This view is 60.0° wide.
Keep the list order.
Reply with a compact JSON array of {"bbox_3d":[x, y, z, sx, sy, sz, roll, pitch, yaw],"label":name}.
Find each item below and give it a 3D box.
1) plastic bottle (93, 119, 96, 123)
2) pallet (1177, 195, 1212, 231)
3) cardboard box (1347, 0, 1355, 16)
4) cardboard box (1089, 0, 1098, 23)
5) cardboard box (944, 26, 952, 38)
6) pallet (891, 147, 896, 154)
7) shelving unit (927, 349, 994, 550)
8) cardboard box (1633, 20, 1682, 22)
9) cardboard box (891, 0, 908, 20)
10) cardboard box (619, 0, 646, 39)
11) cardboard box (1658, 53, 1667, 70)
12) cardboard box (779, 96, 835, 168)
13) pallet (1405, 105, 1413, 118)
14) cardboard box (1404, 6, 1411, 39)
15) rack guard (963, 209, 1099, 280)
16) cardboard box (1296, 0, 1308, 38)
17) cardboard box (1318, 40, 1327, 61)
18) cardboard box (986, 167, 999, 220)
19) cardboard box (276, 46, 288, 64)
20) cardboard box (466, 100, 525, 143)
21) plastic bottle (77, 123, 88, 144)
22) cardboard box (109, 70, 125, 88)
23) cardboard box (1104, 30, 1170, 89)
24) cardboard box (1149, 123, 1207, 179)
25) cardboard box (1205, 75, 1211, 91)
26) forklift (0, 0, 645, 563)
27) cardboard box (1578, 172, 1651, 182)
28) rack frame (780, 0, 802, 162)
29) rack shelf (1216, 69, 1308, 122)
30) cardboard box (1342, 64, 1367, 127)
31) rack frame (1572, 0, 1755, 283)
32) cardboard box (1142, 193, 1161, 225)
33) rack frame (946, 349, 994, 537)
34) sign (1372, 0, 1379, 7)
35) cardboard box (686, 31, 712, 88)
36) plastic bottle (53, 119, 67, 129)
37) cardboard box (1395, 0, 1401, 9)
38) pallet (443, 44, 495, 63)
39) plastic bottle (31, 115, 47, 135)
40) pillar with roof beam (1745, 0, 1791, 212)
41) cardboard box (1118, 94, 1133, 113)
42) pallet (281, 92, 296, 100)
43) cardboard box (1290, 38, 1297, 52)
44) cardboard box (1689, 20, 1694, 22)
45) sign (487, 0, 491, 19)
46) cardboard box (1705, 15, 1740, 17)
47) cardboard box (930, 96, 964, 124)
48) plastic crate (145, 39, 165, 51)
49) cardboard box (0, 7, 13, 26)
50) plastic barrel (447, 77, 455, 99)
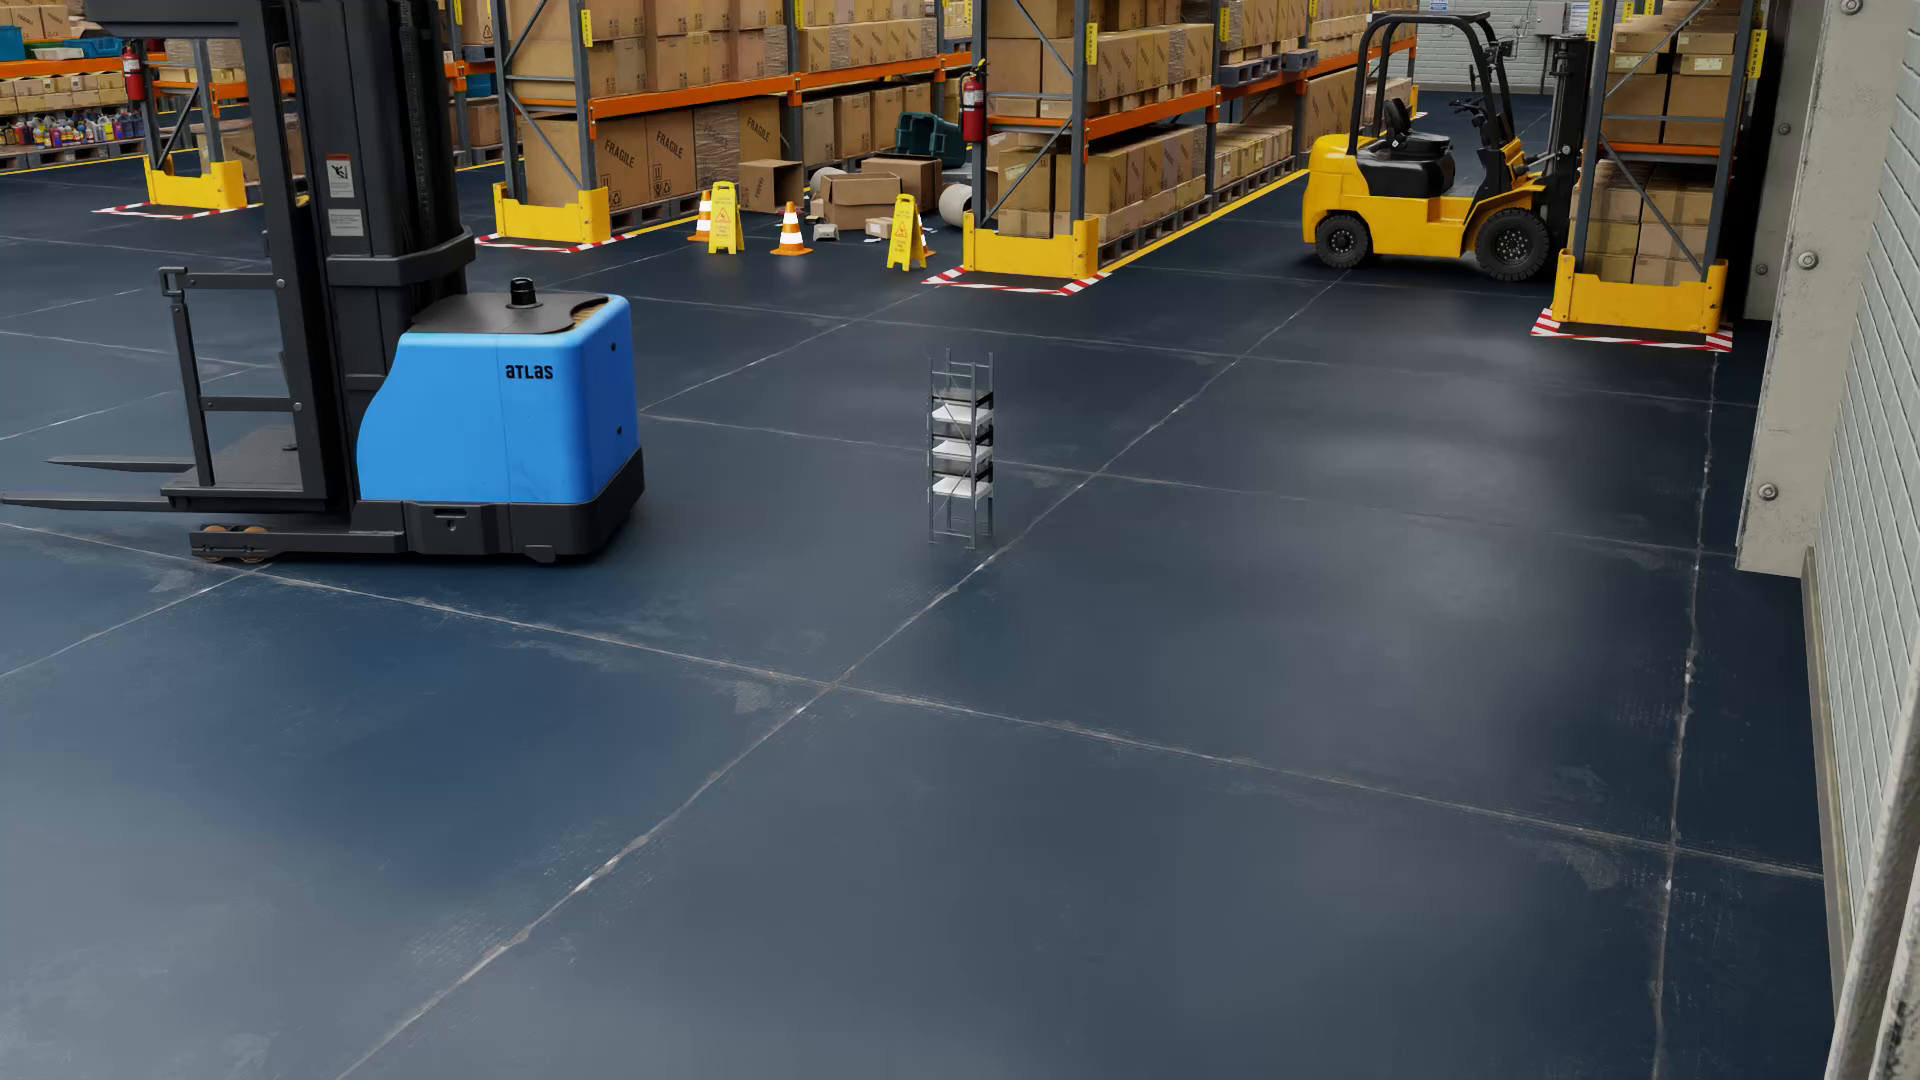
[{"bbox_3d":[-11.656,-5.546,22.485,0.061,0.283,0.133,9,21,23],"label":"plastic bottle"},{"bbox_3d":[1.977,-3.443,17.336,1.003,0.211,1.213,9,21,23],"label":"pallet"},{"bbox_3d":[5.111,-7.449,22.795,0.500,0.500,0.500,9,22,24],"label":"cardboard box"},{"bbox_3d":[0.806,-4.743,14.742,0.700,0.500,0.500,9,21,23],"label":"cardboard box"},{"bbox_3d":[-0.333,-7.027,22.999,0.380,0.149,0.250,8,21,22],"label":"cardboard box"},{"bbox_3d":[-1.092,-5.294,22.539,1.003,0.211,1.213,9,21,23],"label":"pallet"},{"bbox_3d":[0.003,-0.426,7.825,0.258,0.900,0.210,9,21,23],"label":"shelving unit"},{"bbox_3d":[5.893,-4.319,14.075,0.380,0.149,0.250,8,21,22],"label":"cardboard box"},{"bbox_3d":[-1.099,-7.066,21.719,0.700,0.500,0.500,8,21,22],"label":"cardboard box"},{"bbox_3d":[-3.648,-5.261,16.450,0.875,0.550,0.550,9,21,23],"label":"cardboard box"},{"bbox_3d":[5.237,-3.715,12.821,0.380,0.149,0.250,9,21,24],"label":"cardboard box"},{"bbox_3d":[-2.166,-4.956,20.157,1.050,0.750,0.750,8,21,22],"label":"cardboard box"},{"bbox_3d":[6.877,-7.067,27.524,1.003,0.211,1.213,9,21,23],"label":"pallet"},{"bbox_3d":[6.958,-8.348,26.815,0.500,0.500,0.500,8,21,22],"label":"cardboard box"},{"bbox_3d":[0.613,-2.590,14.505,1.175,0.500,0.348,9,21,23],"label":"rack guard"},{"bbox_3d":[3.925,-6.398,20.263,0.500,0.500,0.500,8,21,21],"label":"cardboard box"},{"bbox_3d":[4.481,-6.394,21.695,0.500,0.250,0.500,8,21,21],"label":"cardboard box"},{"bbox_3d":[0.539,-3.650,17.482,0.500,0.500,0.500,-9,22,-24],"label":"cardboard box"},{"bbox_3d":[-8.114,-5.625,18.716,0.875,0.500,0.500,9,21,23],"label":"cardboard box"},{"bbox_3d":[-6.338,-5.685,22.550,0.700,0.500,0.500,8,21,22],"label":"cardboard box"},{"bbox_3d":[-11.687,-5.414,22.132,0.097,0.271,0.097,0,20,0],"label":"plastic bottle"},{"bbox_3d":[-14.210,-7.883,28.298,0.500,0.311,0.500,9,22,24],"label":"cardboard box"},{"bbox_3d":[1.646,-4.510,15.580,0.500,0.500,0.500,8,21,22],"label":"cardboard box"},{"bbox_3d":[2.222,-4.005,17.112,0.500,0.500,0.500,8,21,22],"label":"cardboard box"},{"bbox_3d":[2.366,-4.709,17.108,0.380,0.149,0.250,8,21,22],"label":"cardboard box"},{"bbox_3d":[-3.141,-1.449,7.670,3.031,2.935,1.130,1,20,3],"label":"forklift"},{"bbox_3d":[5.219,-2.778,13.289,0.500,0.250,0.500,9,21,24],"label":"cardboard box"},{"bbox_3d":[-2.338,-5.616,19.282,1.000,3.000,0.127,9,21,23],"label":"rack frame"},{"bbox_3d":[3.038,-5.240,19.299,1.077,0.370,4.000,9,21,23],"label":"rack shelf"},{"bbox_3d":[5.314,-6.409,24.058,0.875,0.875,0.875,9,22,24],"label":"cardboard box"},{"bbox_3d":[5.111,-3.065,12.109,1.000,3.000,0.127,9,21,23],"label":"rack frame"},{"bbox_3d":[1.592,-3.179,15.908,0.500,0.250,0.500,10,22,26],"label":"cardboard box"},{"bbox_3d":[0.045,-0.458,7.912,0.240,0.900,0.006,9,21,23],"label":"rack frame"},{"bbox_3d":[5.994,-7.850,23.954,0.100,0.325,0.005,9,21,23],"label":"sign"},{"bbox_3d":[-3.137,-5.076,17.541,0.875,0.550,0.500,9,21,23],"label":"cardboard box"},{"bbox_3d":[-12.155,-5.540,22.480,0.152,0.276,0.135,9,21,23],"label":"plastic bottle"},{"bbox_3d":[6.553,-8.506,25.768,0.500,0.500,0.500,8,21,22],"label":"cardboard box"},{"bbox_3d":[-6.376,-6.450,21.916,1.003,0.211,1.213,9,21,23],"label":"pallet"},{"bbox_3d":[-12.377,-5.532,22.343,0.144,0.351,0.185,10,22,25],"label":"plastic bottle"},{"bbox_3d":[4.748,-8.405,18.173,9.100,9.000,0.400,9,21,23],"label":"pillar with roof beam"},{"bbox_3d":[1.328,-3.922,14.895,0.380,0.149,0.250,9,21,24],"label":"cardboard box"},{"bbox_3d":[-12.880,-8.565,31.738,1.003,0.211,1.213,9,21,23],"label":"pallet"},{"bbox_3d":[3.832,-5.962,20.005,0.380,0.149,0.250,8,21,22],"label":"cardboard box"},{"bbox_3d":[7.627,-5.479,17.782,0.380,0.149,0.250,9,21,23],"label":"cardboard box"},{"bbox_3d":[-4.465,-5.129,15.832,0.100,0.325,0.005,9,21,23],"label":"sign"},{"bbox_3d":[6.894,-4.641,14.981,0.380,0.149,0.250,9,21,23],"label":"cardboard box"},{"bbox_3d":[-0.178,-6.040,23.579,0.500,0.500,0.500,8,21,20],"label":"cardboard box"},{"bbox_3d":[-11.421,-7.227,23.717,0.402,0.464,0.583,9,21,23],"label":"plastic crate"},{"bbox_3d":[-15.313,-8.128,26.198,0.500,0.500,0.500,10,22,27],"label":"cardboard box"},{"bbox_3d":[-8.905,-7.937,28.896,0.421,0.512,0.421,0,20,0],"label":"plastic barrel"}]
